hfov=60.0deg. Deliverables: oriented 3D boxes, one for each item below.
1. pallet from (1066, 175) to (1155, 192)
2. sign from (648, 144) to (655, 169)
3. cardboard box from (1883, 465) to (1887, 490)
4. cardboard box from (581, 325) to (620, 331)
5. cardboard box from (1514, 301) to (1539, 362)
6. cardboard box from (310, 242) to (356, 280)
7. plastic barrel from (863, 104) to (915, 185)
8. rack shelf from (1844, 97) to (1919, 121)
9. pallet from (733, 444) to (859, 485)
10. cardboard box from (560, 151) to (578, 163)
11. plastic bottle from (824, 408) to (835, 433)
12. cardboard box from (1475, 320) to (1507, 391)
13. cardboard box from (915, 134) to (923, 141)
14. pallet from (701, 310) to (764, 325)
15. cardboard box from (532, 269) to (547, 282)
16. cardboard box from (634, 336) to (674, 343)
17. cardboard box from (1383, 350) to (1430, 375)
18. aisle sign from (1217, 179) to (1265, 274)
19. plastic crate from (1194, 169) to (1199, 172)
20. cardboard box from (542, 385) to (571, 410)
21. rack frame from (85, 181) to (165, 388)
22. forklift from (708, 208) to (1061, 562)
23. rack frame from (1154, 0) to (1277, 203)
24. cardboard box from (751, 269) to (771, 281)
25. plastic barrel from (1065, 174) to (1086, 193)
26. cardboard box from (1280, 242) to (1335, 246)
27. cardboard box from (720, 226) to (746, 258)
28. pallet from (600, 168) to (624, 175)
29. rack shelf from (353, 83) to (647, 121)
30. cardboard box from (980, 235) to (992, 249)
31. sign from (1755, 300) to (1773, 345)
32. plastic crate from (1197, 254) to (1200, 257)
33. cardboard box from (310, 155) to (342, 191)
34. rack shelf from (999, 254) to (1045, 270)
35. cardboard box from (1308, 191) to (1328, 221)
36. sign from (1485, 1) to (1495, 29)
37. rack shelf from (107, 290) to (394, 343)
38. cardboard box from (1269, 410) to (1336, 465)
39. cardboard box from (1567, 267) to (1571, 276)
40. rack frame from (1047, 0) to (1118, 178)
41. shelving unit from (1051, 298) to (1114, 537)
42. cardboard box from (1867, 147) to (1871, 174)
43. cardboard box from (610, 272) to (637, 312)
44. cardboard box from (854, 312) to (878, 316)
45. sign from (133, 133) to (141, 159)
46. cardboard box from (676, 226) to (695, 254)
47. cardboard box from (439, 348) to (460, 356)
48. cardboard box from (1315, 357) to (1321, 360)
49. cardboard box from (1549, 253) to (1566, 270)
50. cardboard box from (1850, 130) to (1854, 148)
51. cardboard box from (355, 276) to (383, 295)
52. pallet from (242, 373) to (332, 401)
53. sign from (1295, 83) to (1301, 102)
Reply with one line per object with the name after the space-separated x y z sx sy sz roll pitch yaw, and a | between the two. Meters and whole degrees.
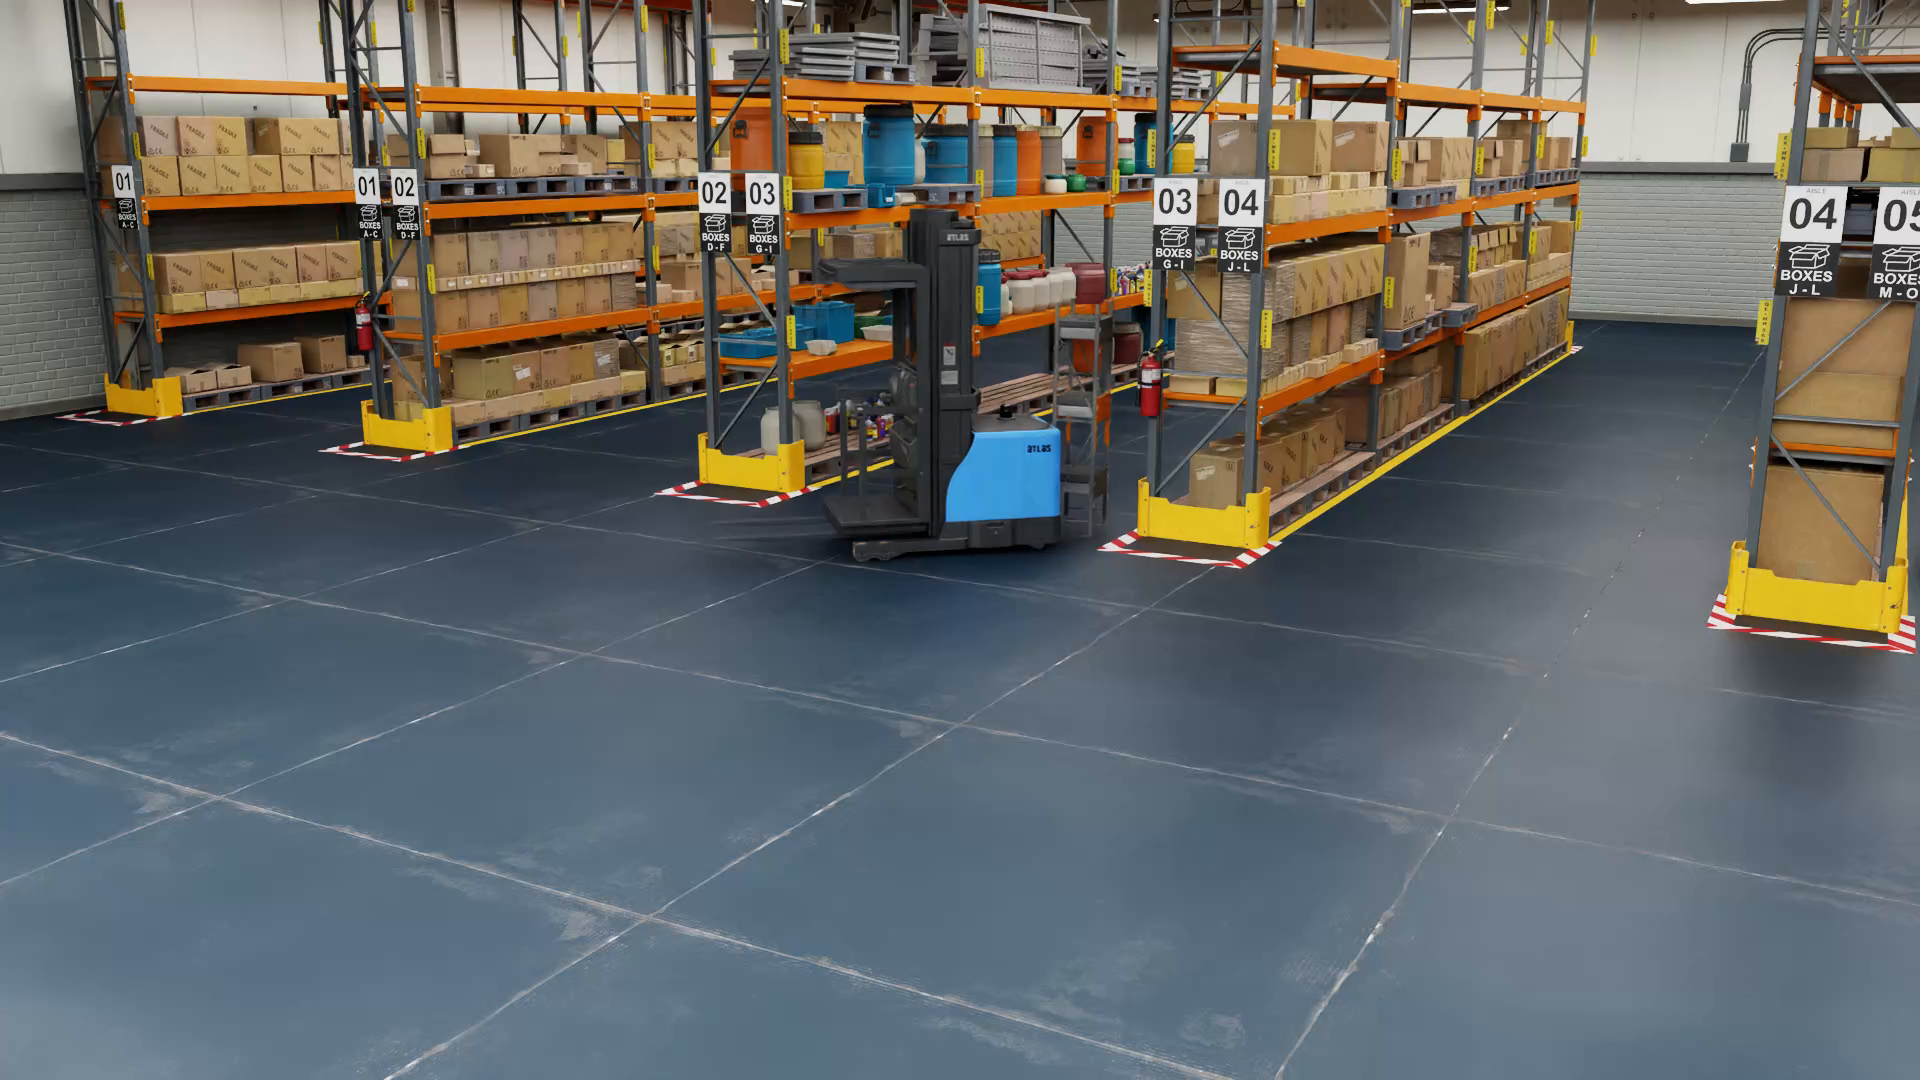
2.146 -5.172 24.088 1.003 0.211 1.213 7 15 28 | pallet
-4.091 -5.086 22.058 0.100 0.325 0.005 7 15 28 | sign
8.607 -0.943 16.448 1.050 0.750 0.750 7 15 28 | cardboard box
-6.512 -4.077 29.235 0.750 0.750 0.750 7 15 27 | cardboard box
8.349 -3.216 25.612 0.875 0.875 0.875 7 15 28 | cardboard box
-9.110 -4.027 24.016 0.500 0.500 0.500 7 15 28 | cardboard box
-0.818 -4.553 19.152 0.600 0.901 0.708 7 15 28 | plastic barrel
11.286 -5.298 20.197 1.077 0.370 4.000 7 15 28 | rack shelf
-1.784 -0.849 18.106 1.003 0.211 1.213 7 15 28 | pallet
-5.313 -4.904 21.568 0.500 0.311 0.500 6 15 25 | cardboard box
-1.527 -1.383 19.242 0.152 0.276 0.135 8 15 28 | plastic bottle
6.816 -2.591 23.017 1.225 0.875 0.875 7 15 28 | cardboard box
-1.018 -6.707 28.729 0.600 0.600 0.600 6 15 23 | cardboard box
-4.612 -4.394 32.809 1.003 0.211 1.213 7 15 28 | pallet
-5.389 -3.315 20.788 0.380 0.149 0.250 8 15 29 | cardboard box
-4.387 -2.764 23.871 0.500 0.311 0.500 8 16 30 | cardboard box
5.481 -2.211 20.597 0.500 0.250 0.500 9 16 34 | cardboard box
2.392 -2.674 14.178 0.394 0.787 0.004 7 15 28 | aisle sign
3.785 -6.080 27.809 0.416 0.233 0.300 7 15 28 | plastic crate
-5.331 -1.840 21.236 0.500 0.250 0.500 7 15 28 | cardboard box
-10.849 -3.140 21.660 1.000 3.000 0.127 7 15 28 | rack frame
-0.679 -1.371 14.466 3.031 2.935 1.130 -3 14 -13 | forklift
2.159 -4.373 13.973 1.000 3.000 0.127 7 15 28 | rack frame
-3.246 -4.016 25.483 0.500 0.311 0.500 7 15 27 | cardboard box
1.616 -4.986 23.245 0.294 0.245 0.294 0 14 0 | plastic barrel
3.652 -2.893 17.653 0.500 0.500 0.500 7 15 28 | cardboard box
-4.772 -5.858 32.291 0.980 0.700 0.700 8 16 29 | cardboard box
-6.179 -6.516 29.664 1.003 0.211 1.213 8 16 31 | pallet
-5.544 -5.363 20.465 1.077 0.370 4.000 7 15 28 | rack shelf
0.263 -5.372 30.703 0.500 0.500 0.500 7 15 28 | cardboard box
5.984 -1.617 12.363 0.100 0.325 0.005 7 15 28 | sign
4.369 -4.903 29.201 0.416 0.233 0.300 7 15 28 | plastic crate
-9.199 -5.244 23.728 0.500 0.500 0.500 6 15 23 | cardboard box
0.257 -5.103 31.333 1.077 0.370 4.000 7 15 28 | rack shelf
3.105 -3.119 15.492 0.500 0.250 0.500 7 15 28 | cardboard box
6.506 -6.448 20.416 0.100 0.325 0.005 7 15 28 | sign
-9.883 -3.201 23.446 1.077 0.370 4.000 7 15 28 | rack shelf
3.594 -1.071 17.511 0.500 0.500 0.500 -12 18 -41 | cardboard box
10.010 -4.507 27.864 0.380 0.149 0.250 8 16 29 | cardboard box
1.690 -6.576 23.109 1.000 3.000 0.127 7 15 28 | rack frame
1.109 -1.120 15.173 0.431 2.100 0.503 6 14 19 | shelving unit
7.418 -3.202 14.089 0.500 0.250 0.500 7 15 27 | cardboard box
-4.786 -3.358 22.347 0.700 0.500 0.500 7 15 27 | cardboard box
-1.679 -3.491 27.510 0.500 0.500 0.500 7 15 27 | cardboard box
-10.374 -4.962 20.951 0.100 0.325 0.005 7 15 28 | sign
-5.289 -5.576 30.873 0.500 0.500 0.500 8 15 28 | cardboard box
-8.369 -3.224 26.403 0.700 0.500 0.500 7 15 27 | cardboard box
3.320 -1.729 16.342 0.380 0.149 0.250 7 15 28 | cardboard box
9.646 -4.578 27.307 0.500 0.250 0.500 7 15 27 | cardboard box
6.933 -3.219 13.311 0.380 0.149 0.250 7 15 27 | cardboard box
-8.879 -3.766 24.534 0.500 0.250 0.500 7 15 28 | cardboard box
-9.798 -2.212 23.760 1.003 0.211 1.213 7 15 28 | pallet
6.047 -8.001 29.710 0.100 0.325 0.005 7 15 28 | sign
